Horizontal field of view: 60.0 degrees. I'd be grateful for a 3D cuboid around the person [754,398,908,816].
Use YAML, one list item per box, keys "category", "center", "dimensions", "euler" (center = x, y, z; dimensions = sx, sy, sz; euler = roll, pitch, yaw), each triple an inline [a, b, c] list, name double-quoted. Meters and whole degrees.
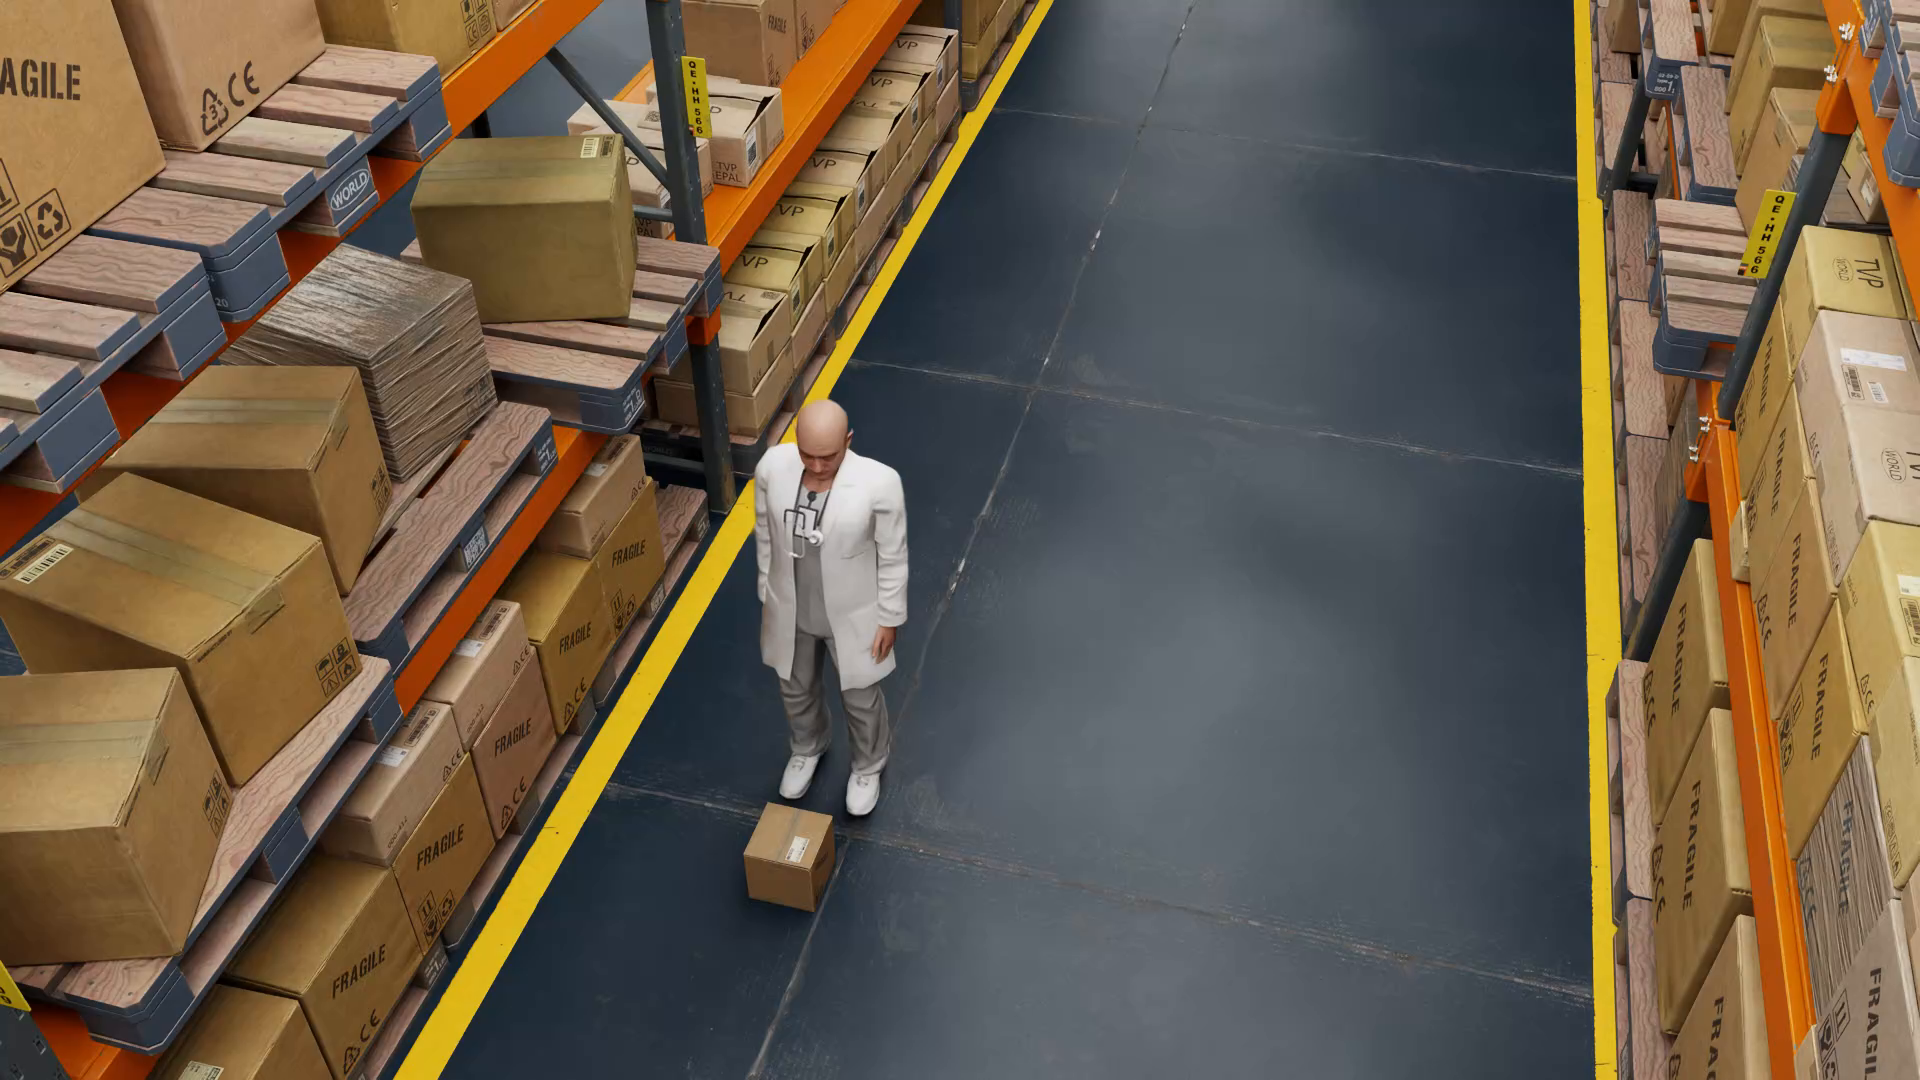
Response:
- category: "person"
  center: [-0.455, 0.251, 5.881]
  dimensions: [0.562, 1.774, 0.385]
  euler: [11, 42, 12]
